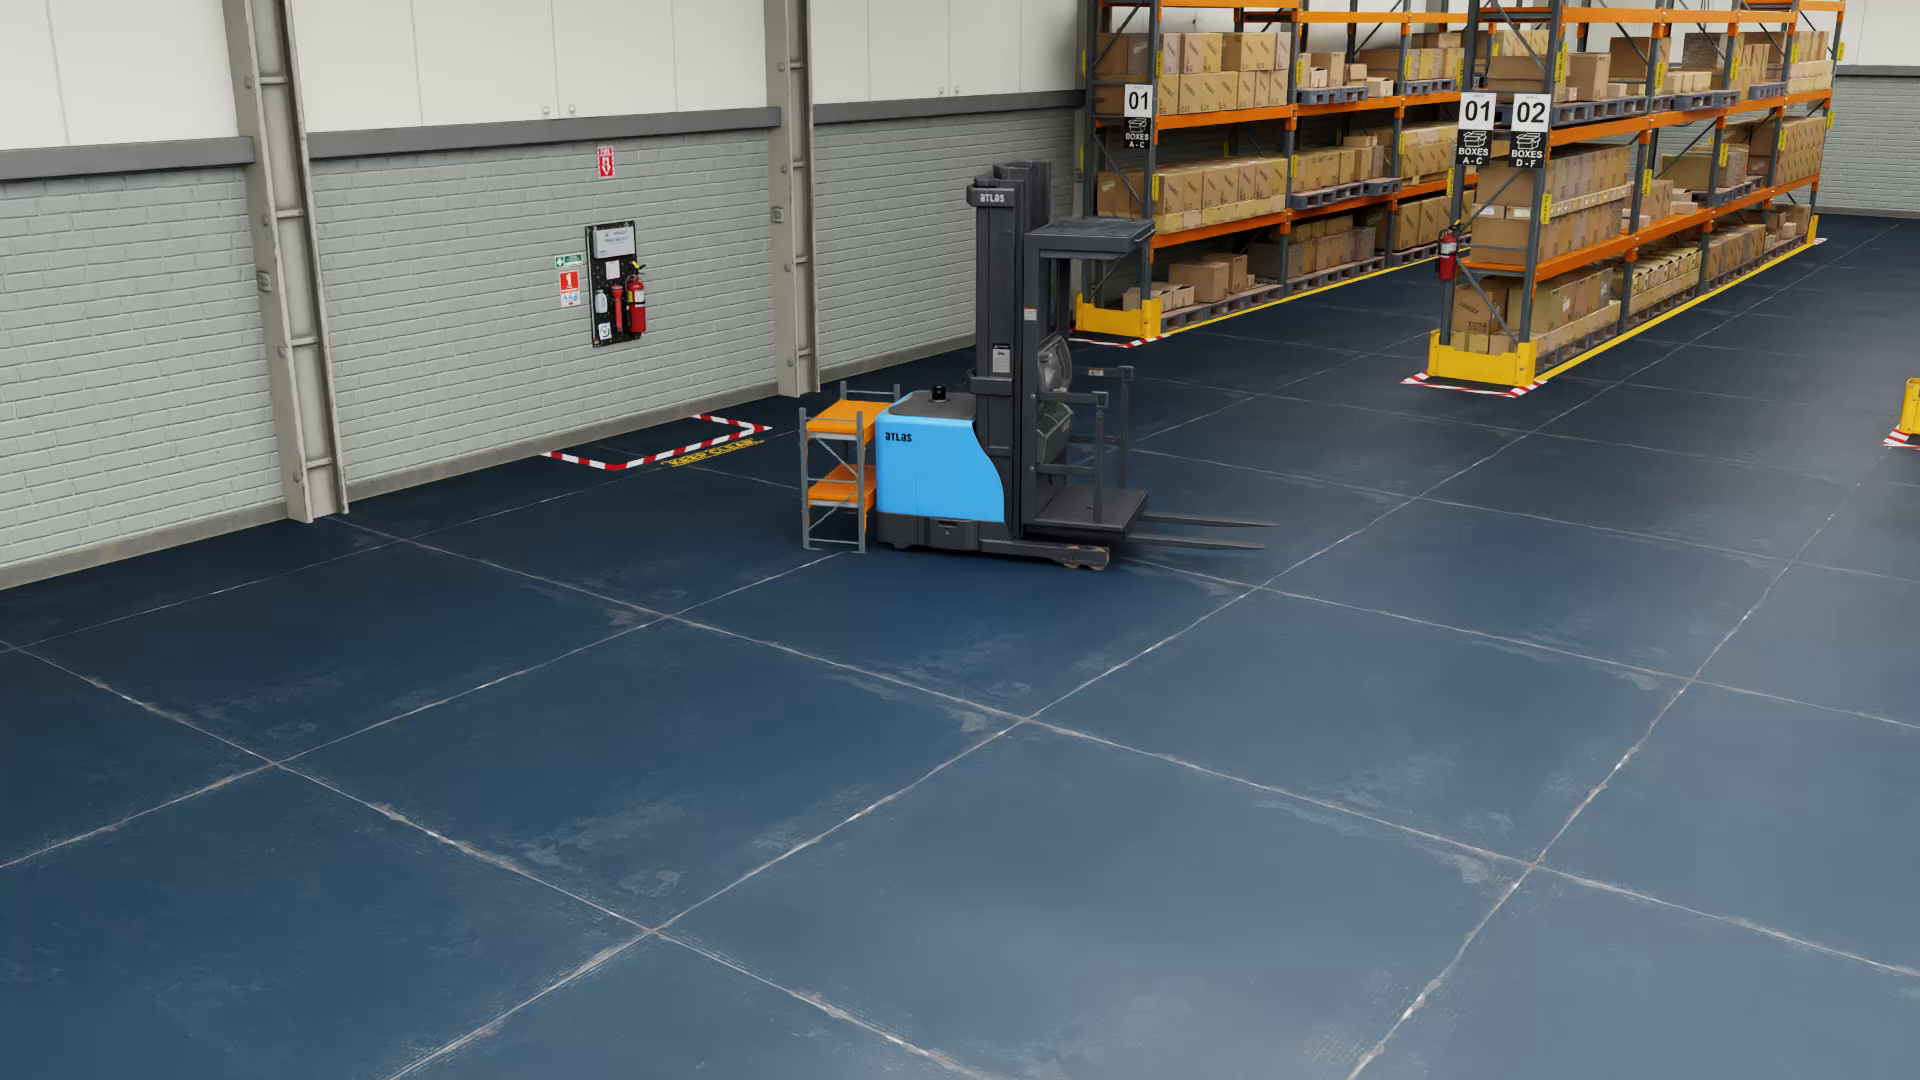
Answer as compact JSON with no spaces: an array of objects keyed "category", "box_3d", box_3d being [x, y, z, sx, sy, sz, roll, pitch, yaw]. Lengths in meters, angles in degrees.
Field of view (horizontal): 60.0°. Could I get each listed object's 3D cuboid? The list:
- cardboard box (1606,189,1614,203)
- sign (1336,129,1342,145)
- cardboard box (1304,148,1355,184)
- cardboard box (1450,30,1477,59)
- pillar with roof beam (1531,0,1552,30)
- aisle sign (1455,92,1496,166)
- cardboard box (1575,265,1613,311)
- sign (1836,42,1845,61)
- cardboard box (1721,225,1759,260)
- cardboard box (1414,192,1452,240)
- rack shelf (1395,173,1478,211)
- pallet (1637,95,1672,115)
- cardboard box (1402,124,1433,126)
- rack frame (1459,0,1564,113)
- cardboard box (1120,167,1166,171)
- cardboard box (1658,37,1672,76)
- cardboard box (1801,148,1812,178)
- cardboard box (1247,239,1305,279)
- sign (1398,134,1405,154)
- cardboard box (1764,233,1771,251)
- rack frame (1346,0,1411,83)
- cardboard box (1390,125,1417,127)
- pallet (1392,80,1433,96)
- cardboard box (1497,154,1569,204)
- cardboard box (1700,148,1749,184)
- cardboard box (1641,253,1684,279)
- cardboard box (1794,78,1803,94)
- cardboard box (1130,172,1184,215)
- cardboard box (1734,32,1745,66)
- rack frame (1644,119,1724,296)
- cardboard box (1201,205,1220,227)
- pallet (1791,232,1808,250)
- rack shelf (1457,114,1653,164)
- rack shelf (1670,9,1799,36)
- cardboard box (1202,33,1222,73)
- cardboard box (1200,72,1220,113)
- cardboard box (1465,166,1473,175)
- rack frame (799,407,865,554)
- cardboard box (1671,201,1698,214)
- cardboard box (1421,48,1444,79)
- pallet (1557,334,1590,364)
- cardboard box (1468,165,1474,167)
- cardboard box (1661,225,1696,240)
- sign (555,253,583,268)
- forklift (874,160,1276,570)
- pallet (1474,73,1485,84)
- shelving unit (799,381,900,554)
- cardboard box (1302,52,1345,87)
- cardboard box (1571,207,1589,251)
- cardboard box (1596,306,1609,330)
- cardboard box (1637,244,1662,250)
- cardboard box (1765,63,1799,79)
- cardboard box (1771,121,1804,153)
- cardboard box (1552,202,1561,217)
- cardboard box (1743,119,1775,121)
[{"category":"cardboard box","box_3d":[7.967,-4.331,20.872,0.380,0.149,0.250,12,21,35]},{"category":"sign","box_3d":[6.371,-6.738,27.931,0.100,0.325,0.005,12,21,35]},{"category":"cardboard box","box_3d":[5.822,-5.931,26.375,0.700,0.500,0.500,12,21,35]},{"category":"cardboard box","box_3d":[9.431,-9.215,30.915,0.500,0.500,0.500,12,21,34]},{"category":"pillar with roof beam","box_3d":[15.957,-10.893,33.149,9.100,9.000,0.400,12,21,35]},{"category":"aisle sign","box_3d":[5.757,-4.586,18.569,0.394,0.787,0.004,12,21,35]},{"category":"cardboard box","box_3d":[8.008,-3.240,21.283,0.500,0.500,0.500,12,21,35]},{"category":"sign","box_3d":[15.999,-8.871,30.202,0.100,0.325,0.005,12,21,35]},{"category":"cardboard box","box_3d":[12.817,-4.898,27.431,0.500,0.500,0.500,13,21,35]},{"category":"cardboard box","box_3d":[8.392,-5.824,29.858,0.750,0.750,0.750,13,22,36]},{"category":"rack shelf","box_3d":[8.010,-6.221,29.430,1.077,0.370,4.000,12,21,35]},{"category":"pallet","box_3d":[8.931,-5.814,22.173,0.805,0.209,1.217,11,21,33]},{"category":"cardboard box","box_3d":[8.117,-7.288,29.688,0.500,0.250,0.500,12,21,33]},{"category":"rack frame","box_3d":[6.032,-6.173,17.948,1.000,3.000,0.127,12,21,35]},{"category":"cardboard box","box_3d":[2.470,-4.746,22.425,0.500,0.500,0.500,13,21,35]},{"category":"cardboard box","box_3d":[9.136,-6.460,22.210,0.500,0.500,0.500,15,23,40]},{"category":"cardboard box","box_3d":[14.909,-6.770,29.817,0.500,0.500,0.500,13,21,35]},{"category":"cardboard box","box_3d":[4.860,-4.330,25.601,0.700,0.500,0.500,13,22,37]},{"category":"sign","box_3d":[7.260,-6.509,27.328,0.100,0.325,0.005,12,21,35]},{"category":"cardboard box","box_3d":[13.606,-5.154,28.574,0.500,0.311,0.500,12,21,35]},{"category":"rack frame","box_3d":[6.818,-8.953,26.900,1.000,3.000,0.127,12,21,35]},{"category":"cardboard box","box_3d":[7.803,-7.165,29.290,0.500,0.250,0.500,12,21,33]},{"category":"pallet","box_3d":[7.159,-7.593,27.897,1.213,0.211,1.003,14,22,37]},{"category":"cardboard box","box_3d":[6.661,-4.223,19.429,0.700,0.500,0.500,12,21,33]},{"category":"cardboard box","box_3d":[12.179,-5.983,26.574,0.700,0.500,0.500,7,19,21]},{"category":"cardboard box","box_3d":[10.077,-3.956,23.906,0.500,0.311,0.500,12,21,34]},{"category":"cardboard box","box_3d":[13.972,-7.717,28.232,0.500,0.250,0.500,12,21,35]},{"category":"cardboard box","box_3d":[2.578,-4.539,21.757,0.500,0.500,0.500,12,21,35]},{"category":"cardboard box","box_3d":[11.672,-7.517,25.479,0.500,0.500,0.500,12,21,35]},{"category":"rack frame","box_3d":[10.799,-5.213,24.974,1.000,3.000,0.127,12,21,35]},{"category":"cardboard box","box_3d":[3.204,-4.427,22.660,0.500,0.250,0.500,12,21,34]},{"category":"pallet","box_3d":[15.046,-5.579,30.853,1.003,0.211,1.213,12,21,35]},{"category":"rack shelf","box_3d":[7.224,-4.873,20.034,1.077,0.370,4.000,12,21,35]},{"category":"rack shelf","box_3d":[11.991,-8.020,25.784,1.077,0.370,4.000,12,21,35]},{"category":"cardboard box","box_3d":[3.112,-6.433,21.956,0.500,0.500,0.500,13,22,36]},{"category":"cardboard box","box_3d":[3.107,-5.954,22.098,0.500,0.500,0.500,14,22,37]},{"category":"cardboard box","box_3d":[9.096,-6.735,30.264,0.380,0.149,0.250,13,21,36]},{"category":"rack frame","box_3d":[-0.981,-0.454,12.809,0.500,1.125,0.032,4,18,13]},{"category":"cardboard box","box_3d":[10.485,-4.830,24.164,0.380,0.149,0.250,12,21,35]},{"category":"cardboard box","box_3d":[7.960,-8.289,28.909,0.700,0.500,0.500,12,21,35]},{"category":"pallet","box_3d":[7.182,-2.455,20.794,1.003,0.211,1.213,12,21,35]},{"category":"cardboard box","box_3d":[9.129,-7.085,30.298,0.500,0.500,0.500,12,21,34]},{"category":"cardboard box","box_3d":[11.198,-4.866,26.065,0.500,0.250,0.500,13,22,37]},{"category":"sign","box_3d":[-3.706,-2.647,15.757,0.001,0.109,0.331,12,21,35]},{"category":"forklift","box_3d":[0.907,-1.347,12.639,3.031,2.935,1.130,5,18,15]},{"category":"pallet","box_3d":[9.698,-8.624,31.047,1.003,0.211,1.213,12,21,35]},{"category":"shelving unit","box_3d":[-0.858,-0.600,13.280,0.538,1.125,1.048,4,18,13]},{"category":"cardboard box","box_3d":[5.560,-7.226,25.520,0.500,0.500,0.500,12,21,33]},{"category":"cardboard box","box_3d":[7.241,-3.834,20.363,0.700,0.500,0.500,13,22,36]},{"category":"cardboard box","box_3d":[8.009,-2.882,21.393,0.500,0.250,0.500,12,21,35]},{"category":"cardboard box","box_3d":[10.251,-4.296,25.002,0.500,0.311,0.500,13,22,37]},{"category":"cardboard box","box_3d":[13.672,-7.838,27.776,0.500,0.250,0.500,12,21,35]},{"category":"cardboard box","box_3d":[14.303,-6.999,28.870,0.500,0.500,0.500,12,21,33]},{"category":"cardboard box","box_3d":[6.744,-3.843,19.300,0.380,0.149,0.250,13,21,35]},{"category":"cardboard box","box_3d":[14.180,-7.220,29.580,0.500,0.500,0.500,12,21,34]}]
